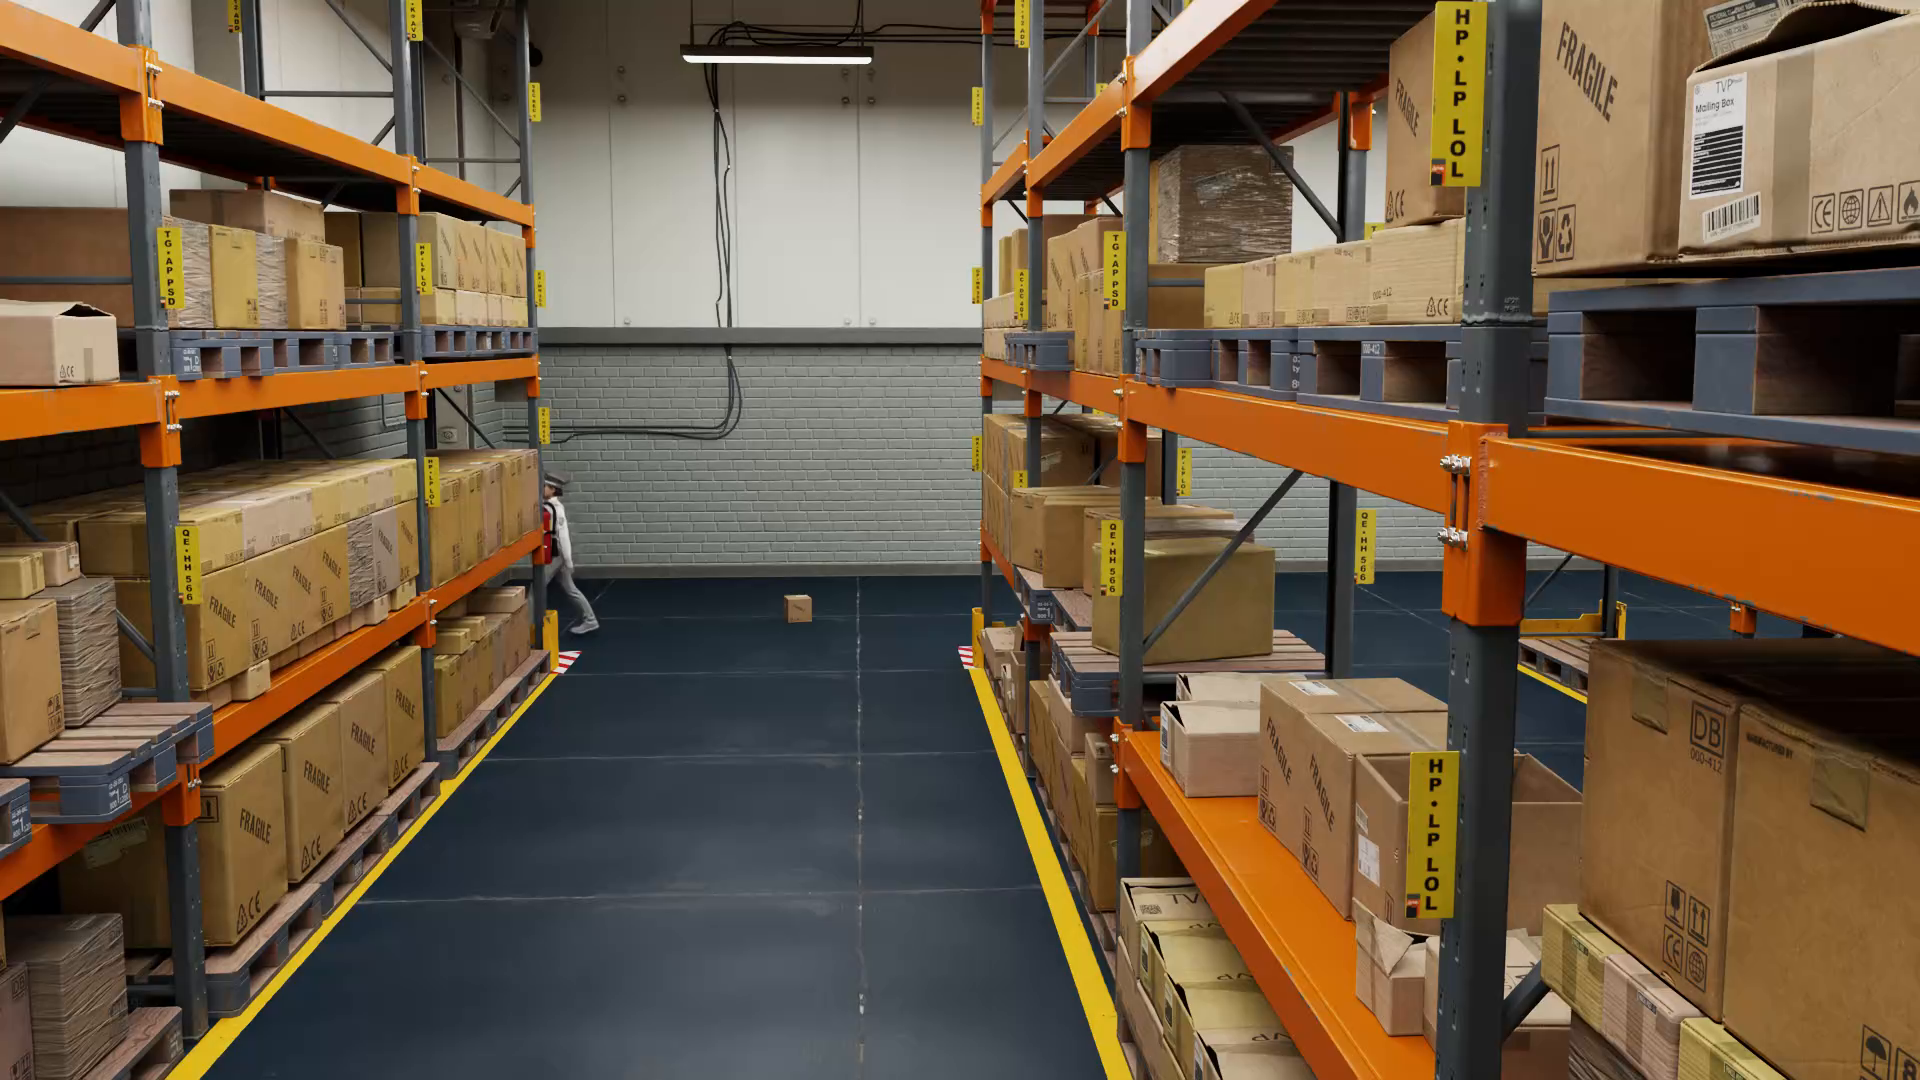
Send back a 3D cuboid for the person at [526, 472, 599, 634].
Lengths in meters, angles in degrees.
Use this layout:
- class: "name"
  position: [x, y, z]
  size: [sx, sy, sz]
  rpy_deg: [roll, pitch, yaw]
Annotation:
- class: "person"
  position: [-4.086, 0.141, 16.375]
  size: [1.022, 1.627, 0.470]
  rpy_deg: [-2, 7, -19]
